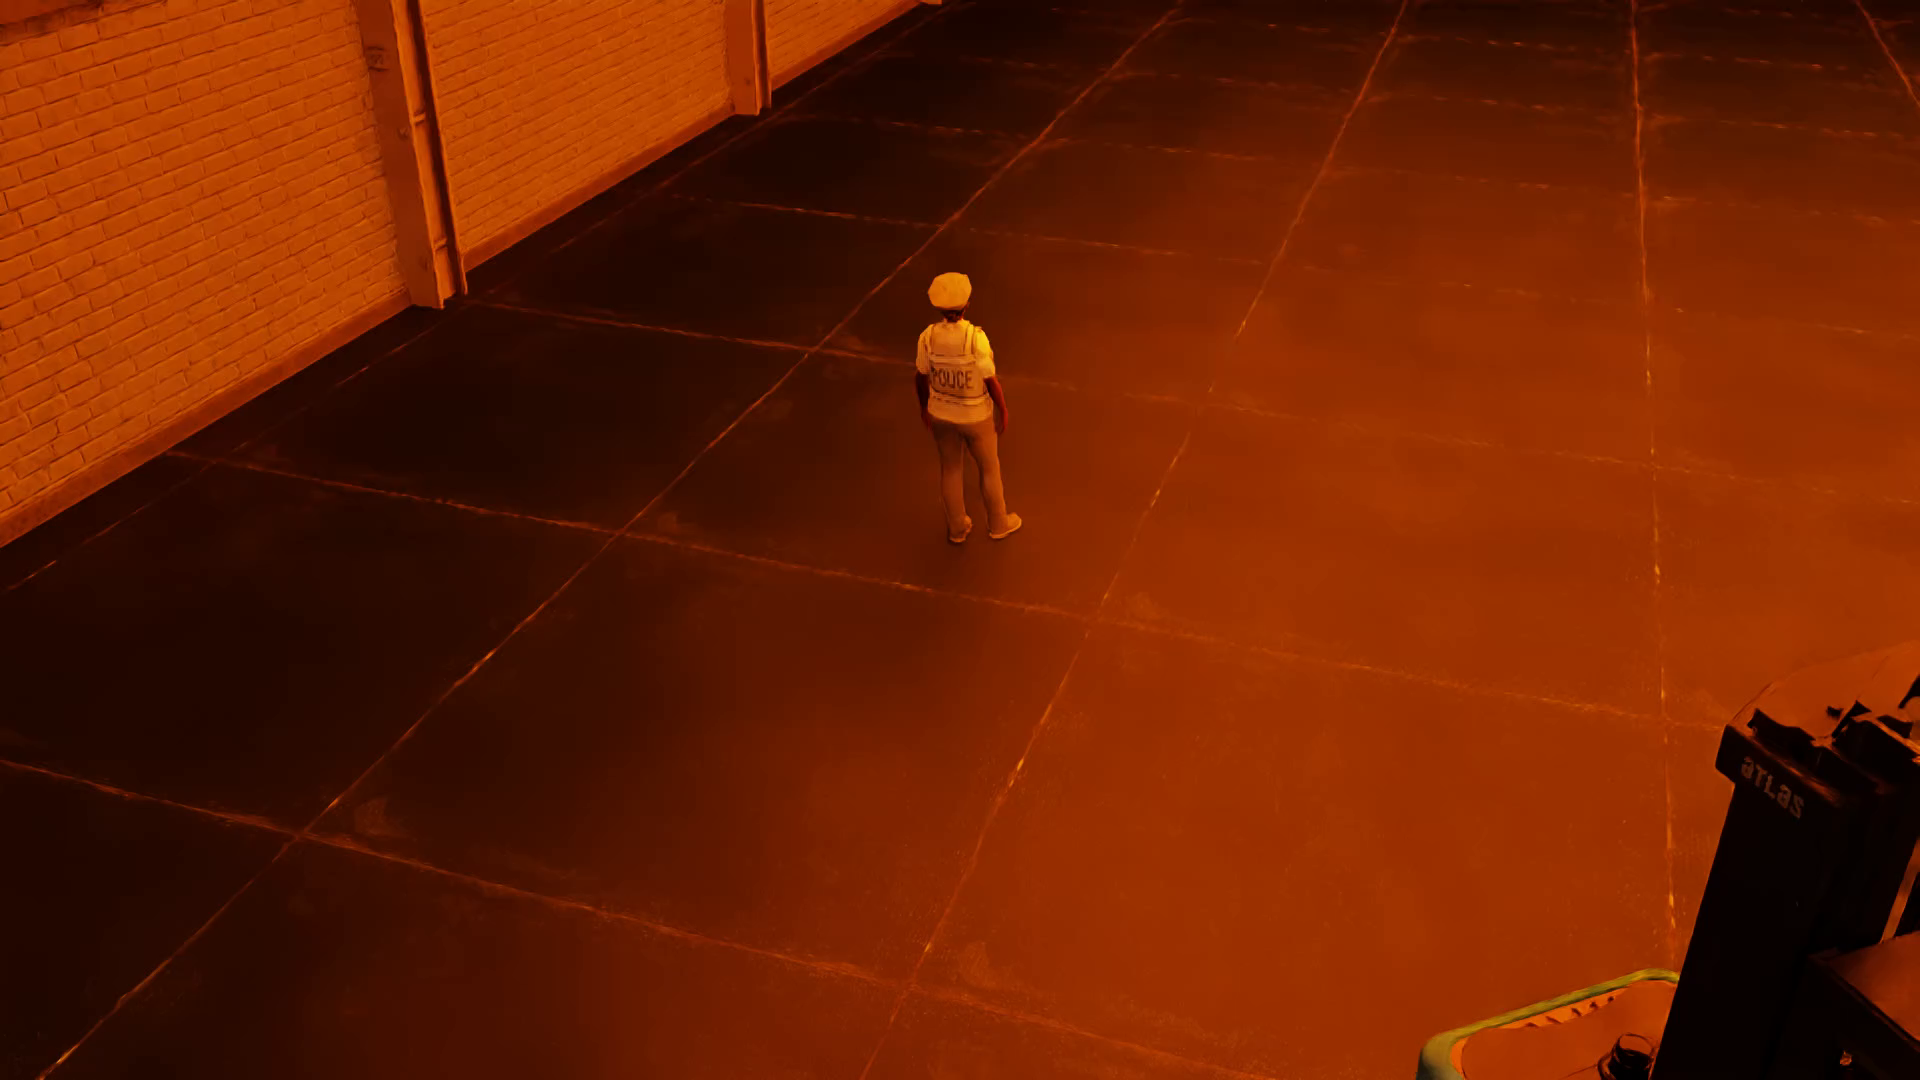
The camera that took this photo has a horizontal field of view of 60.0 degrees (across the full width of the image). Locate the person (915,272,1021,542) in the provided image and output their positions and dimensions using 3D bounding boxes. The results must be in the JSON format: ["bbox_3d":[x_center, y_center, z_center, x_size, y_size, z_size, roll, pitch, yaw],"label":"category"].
[{"bbox_3d":[0.043,-0.774,9.729,0.570,1.693,0.529,10,31,16],"label":"person"}]

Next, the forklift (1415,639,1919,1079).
[{"bbox_3d":[2.412,1.819,3.946,1.130,2.935,3.031,-11,31,-18],"label":"forklift"}]
